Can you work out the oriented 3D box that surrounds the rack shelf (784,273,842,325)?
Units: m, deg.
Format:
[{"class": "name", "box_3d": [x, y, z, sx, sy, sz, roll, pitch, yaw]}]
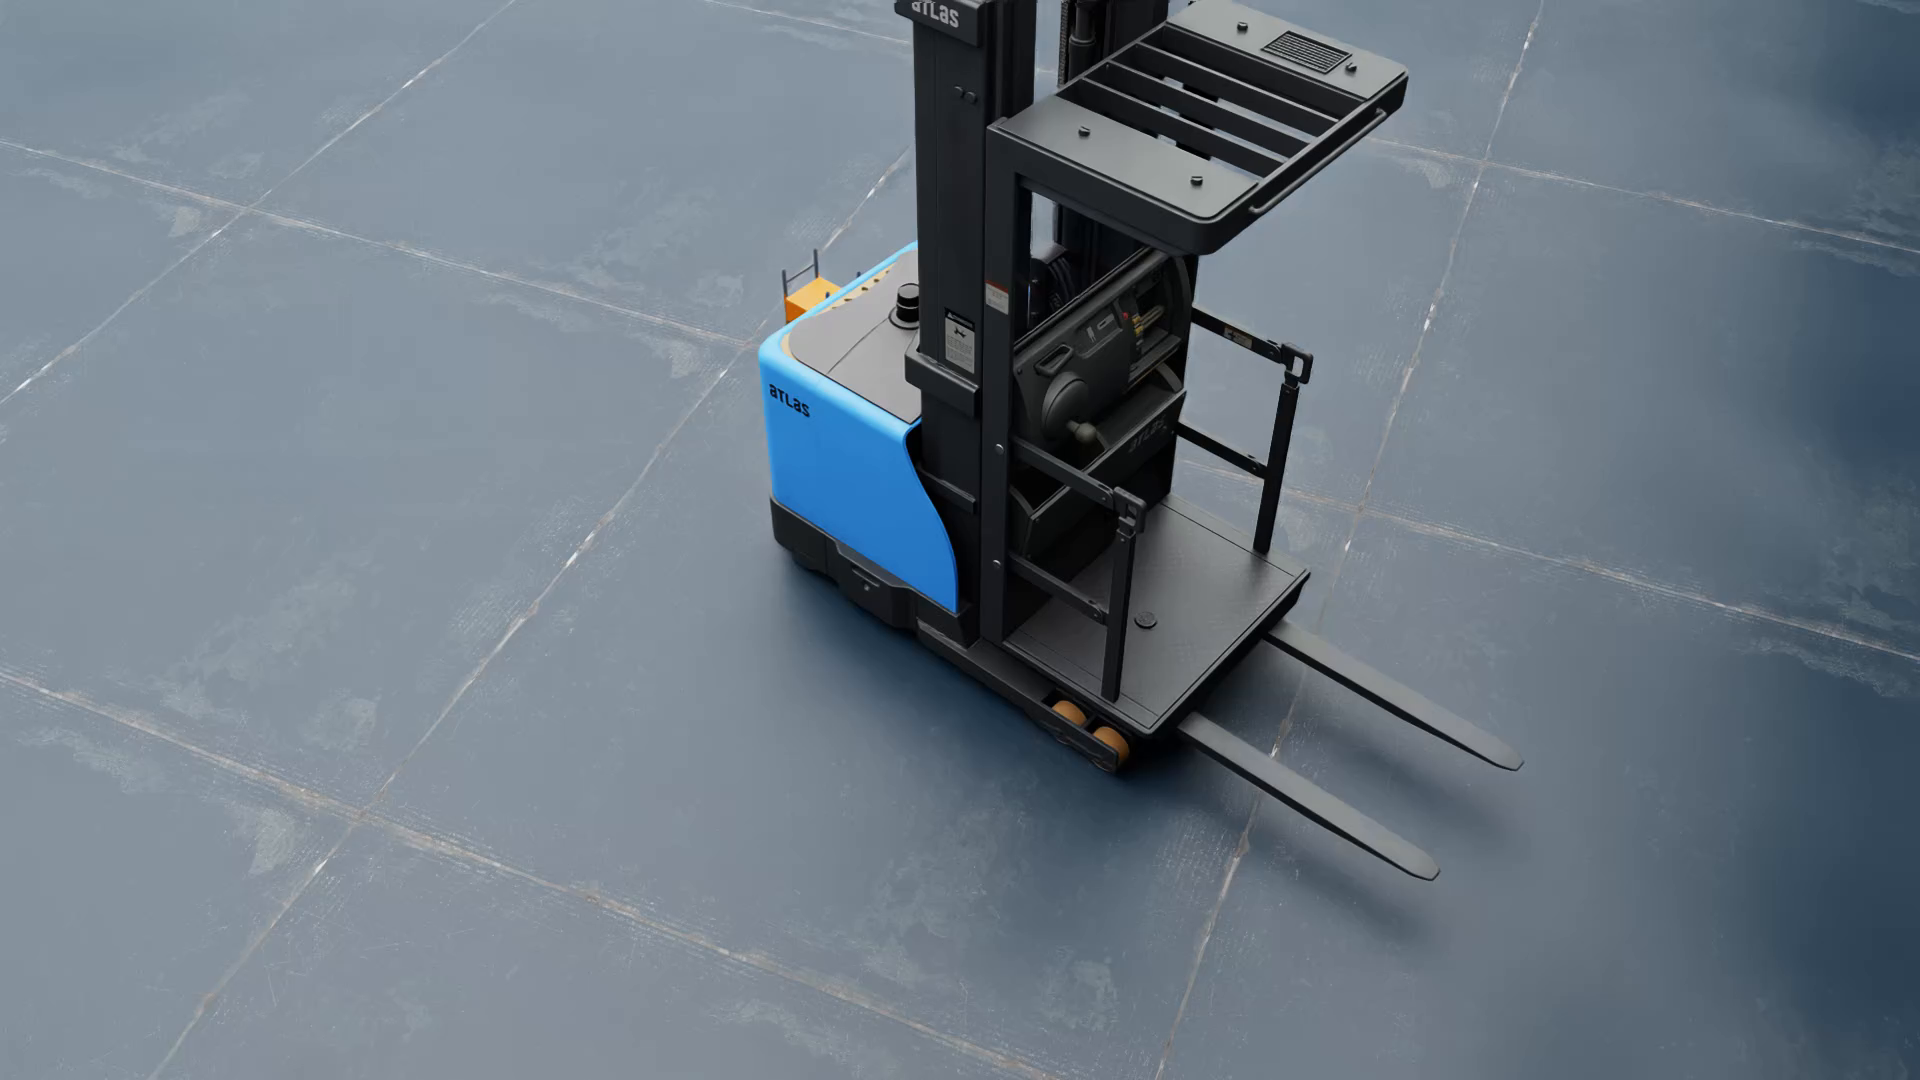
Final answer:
[{"class": "rack shelf", "box_3d": [-0.560, -0.907, 6.869, 0.240, 0.259, 0.215, 31, 53, 27]}]

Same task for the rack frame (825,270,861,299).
[{"class": "rack frame", "box_3d": [-0.467, -0.657, 7.005, 0.008, 1.050, 0.200, 31, 53, 27]}]

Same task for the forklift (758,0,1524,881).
[{"class": "forklift", "box_3d": [0.661, -0.602, 5.616, 3.031, 2.935, 1.130, 31, 53, 27]}]

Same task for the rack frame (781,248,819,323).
[{"class": "rack frame", "box_3d": [-0.652, -0.769, 7.118, 0.008, 1.050, 0.200, 31, 53, 27]}]

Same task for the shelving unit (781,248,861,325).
[{"class": "shelving unit", "box_3d": [-0.559, -0.713, 7.061, 0.252, 1.050, 0.215, 31, 53, 27]}]
